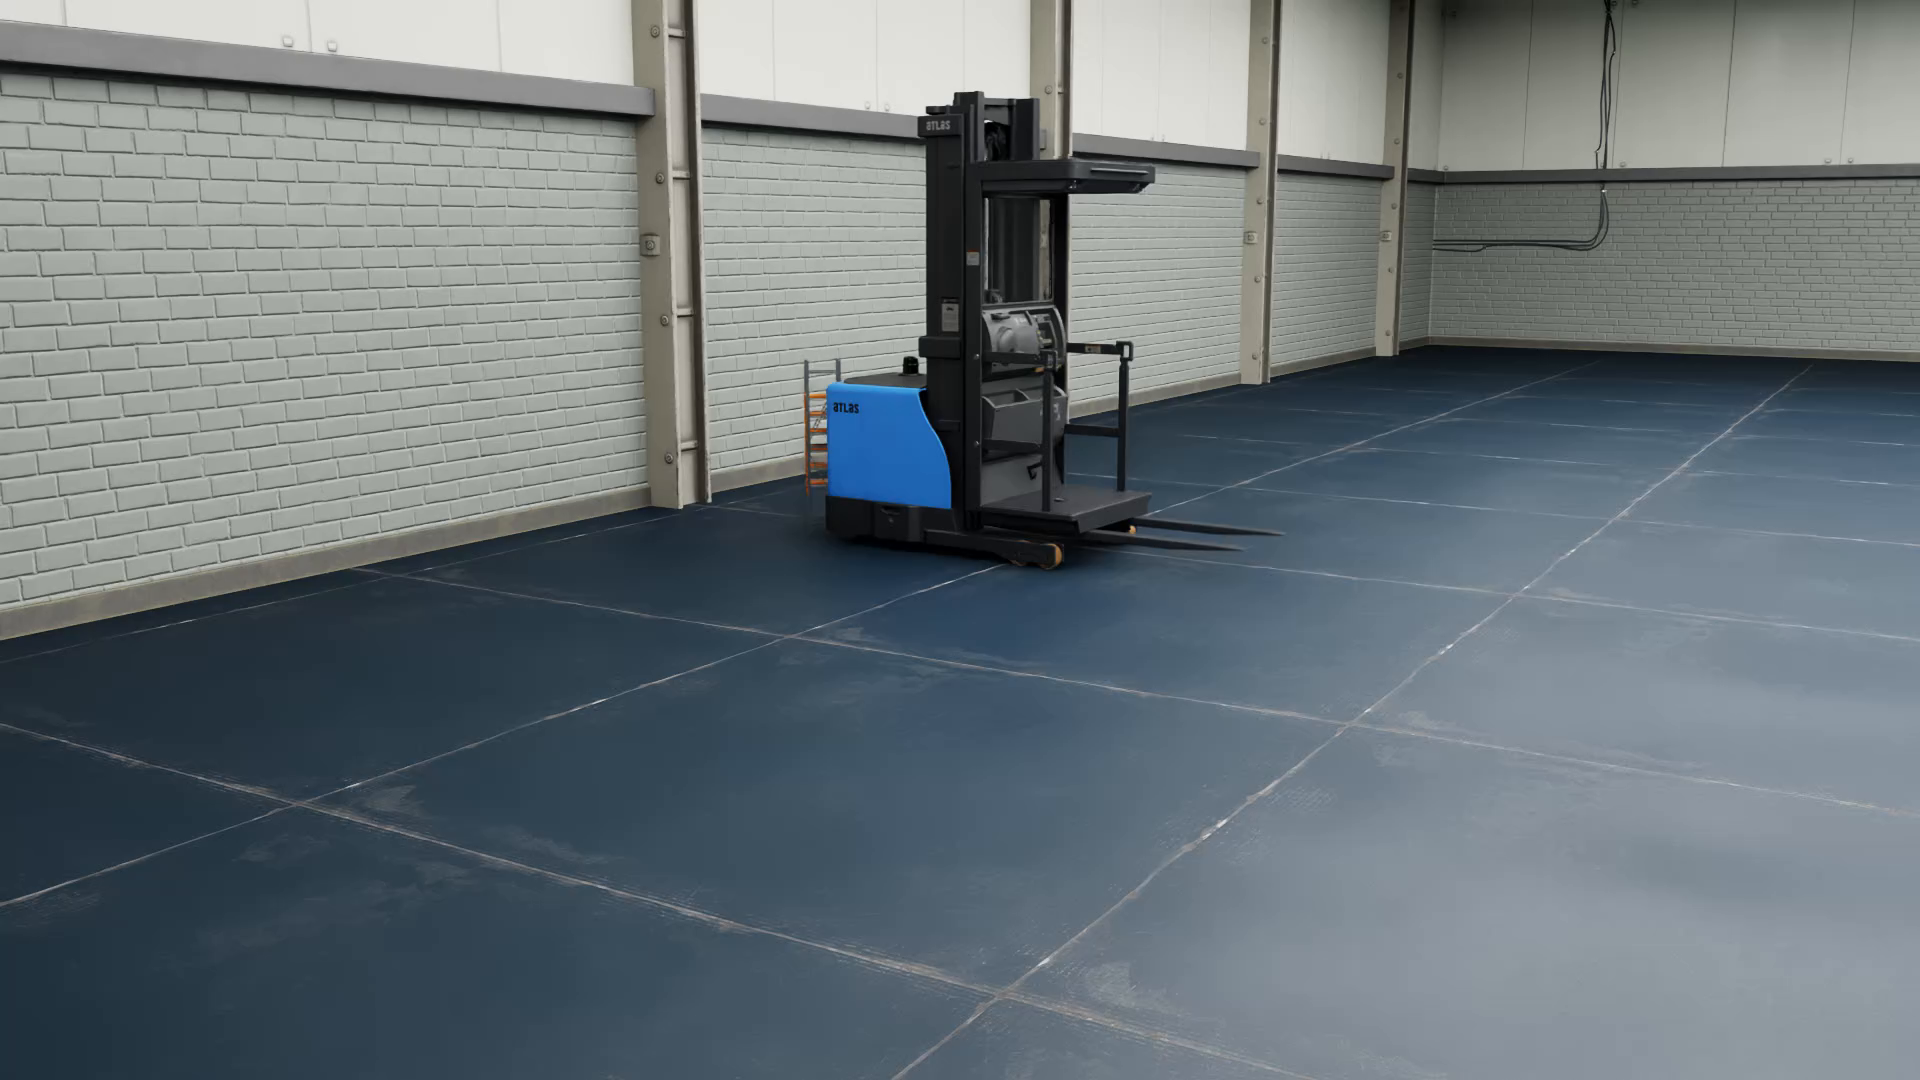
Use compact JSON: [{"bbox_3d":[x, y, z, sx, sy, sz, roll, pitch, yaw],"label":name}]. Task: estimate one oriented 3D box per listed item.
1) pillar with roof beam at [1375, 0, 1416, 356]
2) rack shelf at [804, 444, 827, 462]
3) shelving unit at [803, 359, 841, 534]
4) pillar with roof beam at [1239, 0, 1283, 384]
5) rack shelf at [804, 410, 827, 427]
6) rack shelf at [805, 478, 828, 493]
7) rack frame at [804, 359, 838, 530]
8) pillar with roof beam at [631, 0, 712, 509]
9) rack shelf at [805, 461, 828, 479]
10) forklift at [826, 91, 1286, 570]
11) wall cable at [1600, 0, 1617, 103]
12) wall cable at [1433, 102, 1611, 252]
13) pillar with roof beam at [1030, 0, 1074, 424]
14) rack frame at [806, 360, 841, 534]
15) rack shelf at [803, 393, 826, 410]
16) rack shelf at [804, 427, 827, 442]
[{"bbox_3d":[10.857,-7.126,24.975,9.100,9.000,0.400,6,12,31],"label":"pillar with roof beam"},{"bbox_3d":[-0.950,-0.609,11.594,0.258,0.103,0.180,-2,10,-9],"label":"rack shelf"},{"bbox_3d":[-0.950,-0.653,11.587,0.258,1.200,0.189,-2,10,-9],"label":"shelving unit"},{"bbox_3d":[7.742,-6.182,19.935,9.100,9.000,0.400,6,12,31],"label":"pillar with roof beam"},{"bbox_3d":[-0.951,-0.846,11.555,0.258,0.103,0.180,-2,10,-9],"label":"rack shelf"},{"bbox_3d":[-0.949,-0.373,11.634,0.258,0.103,0.180,-2,10,-9],"label":"rack shelf"},{"bbox_3d":[-0.964,-0.668,11.676,0.240,1.200,0.006,-2,10,-9],"label":"rack frame"},{"bbox_3d":[1.512,-4.295,9.854,9.100,9.000,0.400,6,12,31],"label":"pillar with roof beam"},{"bbox_3d":[-0.949,-0.491,11.614,0.258,0.103,0.180,-2,10,-9],"label":"rack shelf"},{"bbox_3d":[0.594,-1.367,10.707,3.031,2.935,1.130,7,13,33],"label":"forklift"},{"bbox_3d":[12.150,-8.571,27.413,3.097,2.526,0.112,6,12,31],"label":"wall cable"},{"bbox_3d":[9.838,-6.348,29.258,3.097,2.526,0.112,6,12,31],"label":"wall cable"},{"bbox_3d":[4.627,-5.238,14.895,9.100,9.000,0.400,6,12,31],"label":"pillar with roof beam"},{"bbox_3d":[-0.936,-0.638,11.498,0.240,1.200,0.006,-2,10,-9],"label":"rack frame"},{"bbox_3d":[-0.951,-0.964,11.535,0.258,0.103,0.180,-2,10,-9],"label":"rack shelf"},{"bbox_3d":[-0.950,-0.728,11.575,0.258,0.103,0.180,-2,10,-9],"label":"rack shelf"}]
